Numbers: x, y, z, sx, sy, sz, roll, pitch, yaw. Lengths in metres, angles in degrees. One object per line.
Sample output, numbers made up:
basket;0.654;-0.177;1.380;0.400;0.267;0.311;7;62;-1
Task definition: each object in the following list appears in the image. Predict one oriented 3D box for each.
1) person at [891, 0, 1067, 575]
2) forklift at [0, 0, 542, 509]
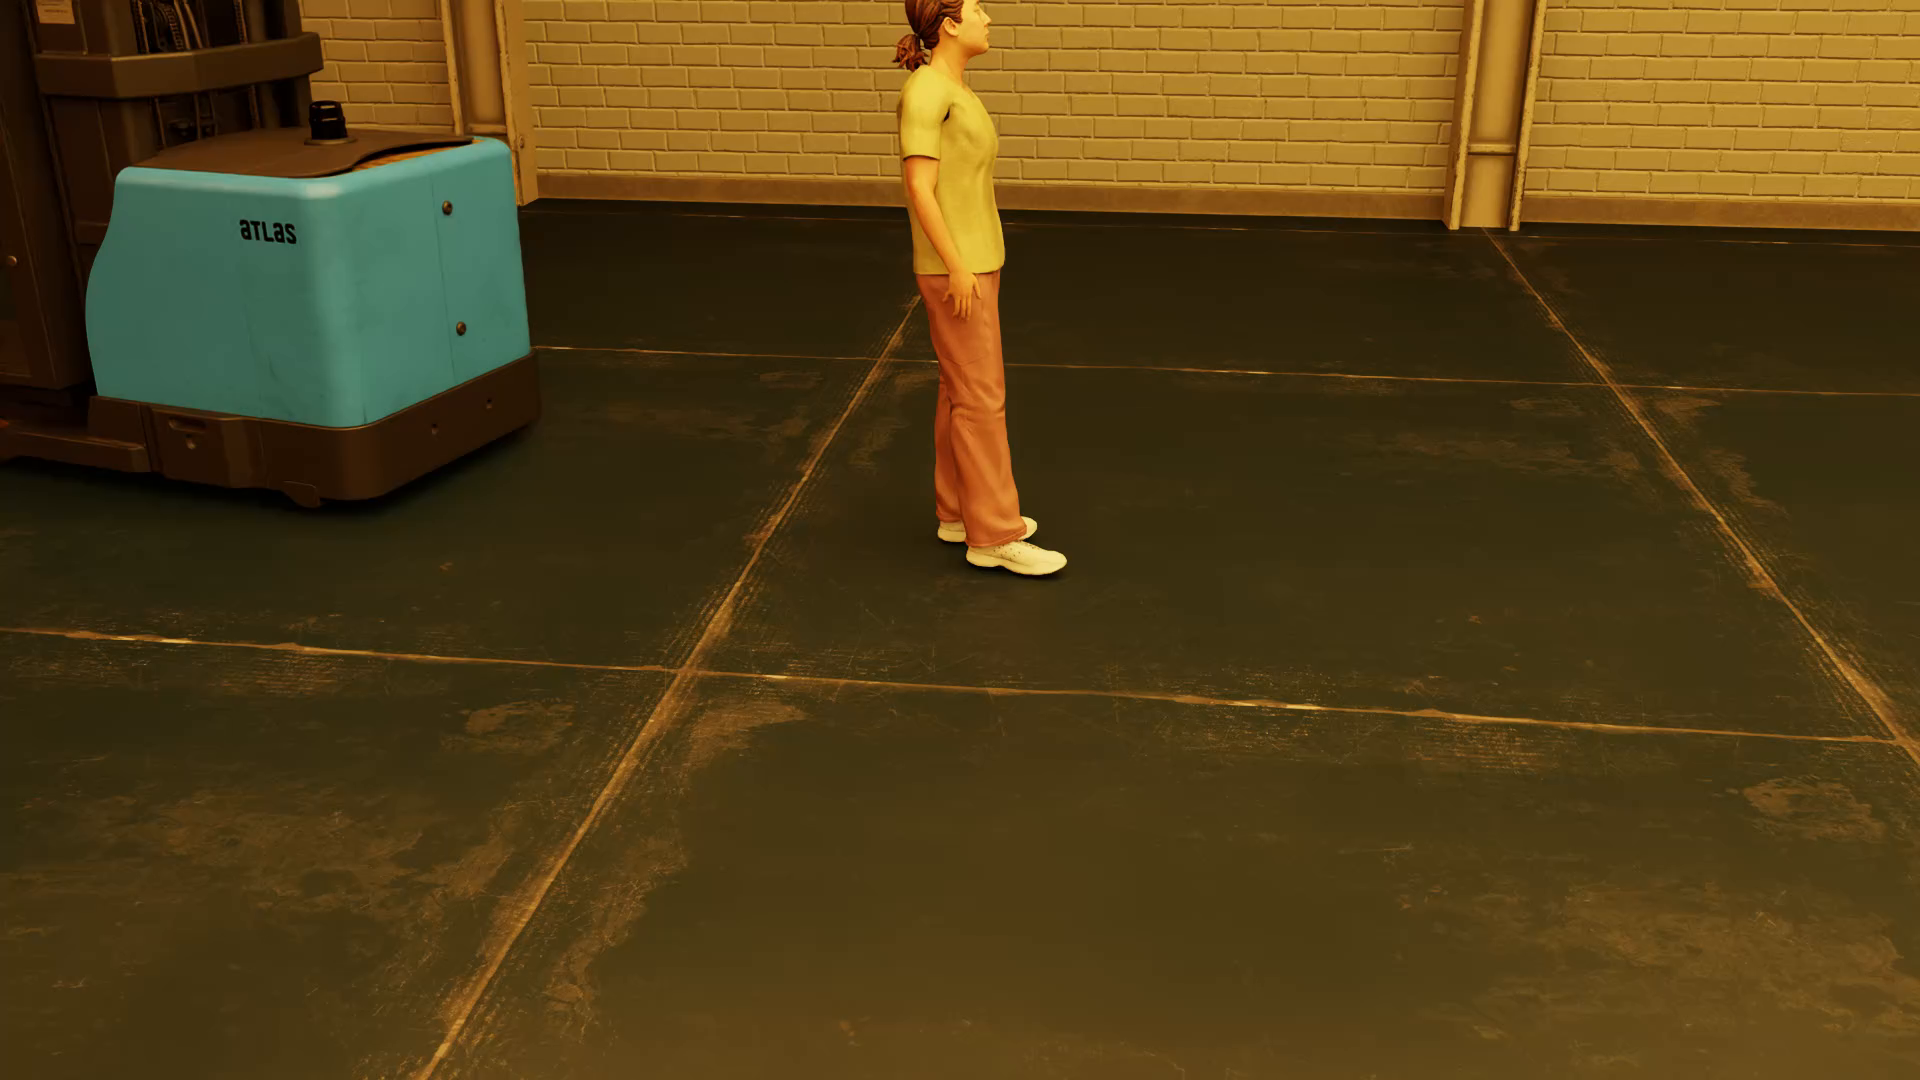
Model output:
person;0.071;-0.776;4.843;0.549;1.675;0.555;3;22;7
forklift;-3.112;-1.790;5.698;3.031;2.935;1.130;8;23;19
